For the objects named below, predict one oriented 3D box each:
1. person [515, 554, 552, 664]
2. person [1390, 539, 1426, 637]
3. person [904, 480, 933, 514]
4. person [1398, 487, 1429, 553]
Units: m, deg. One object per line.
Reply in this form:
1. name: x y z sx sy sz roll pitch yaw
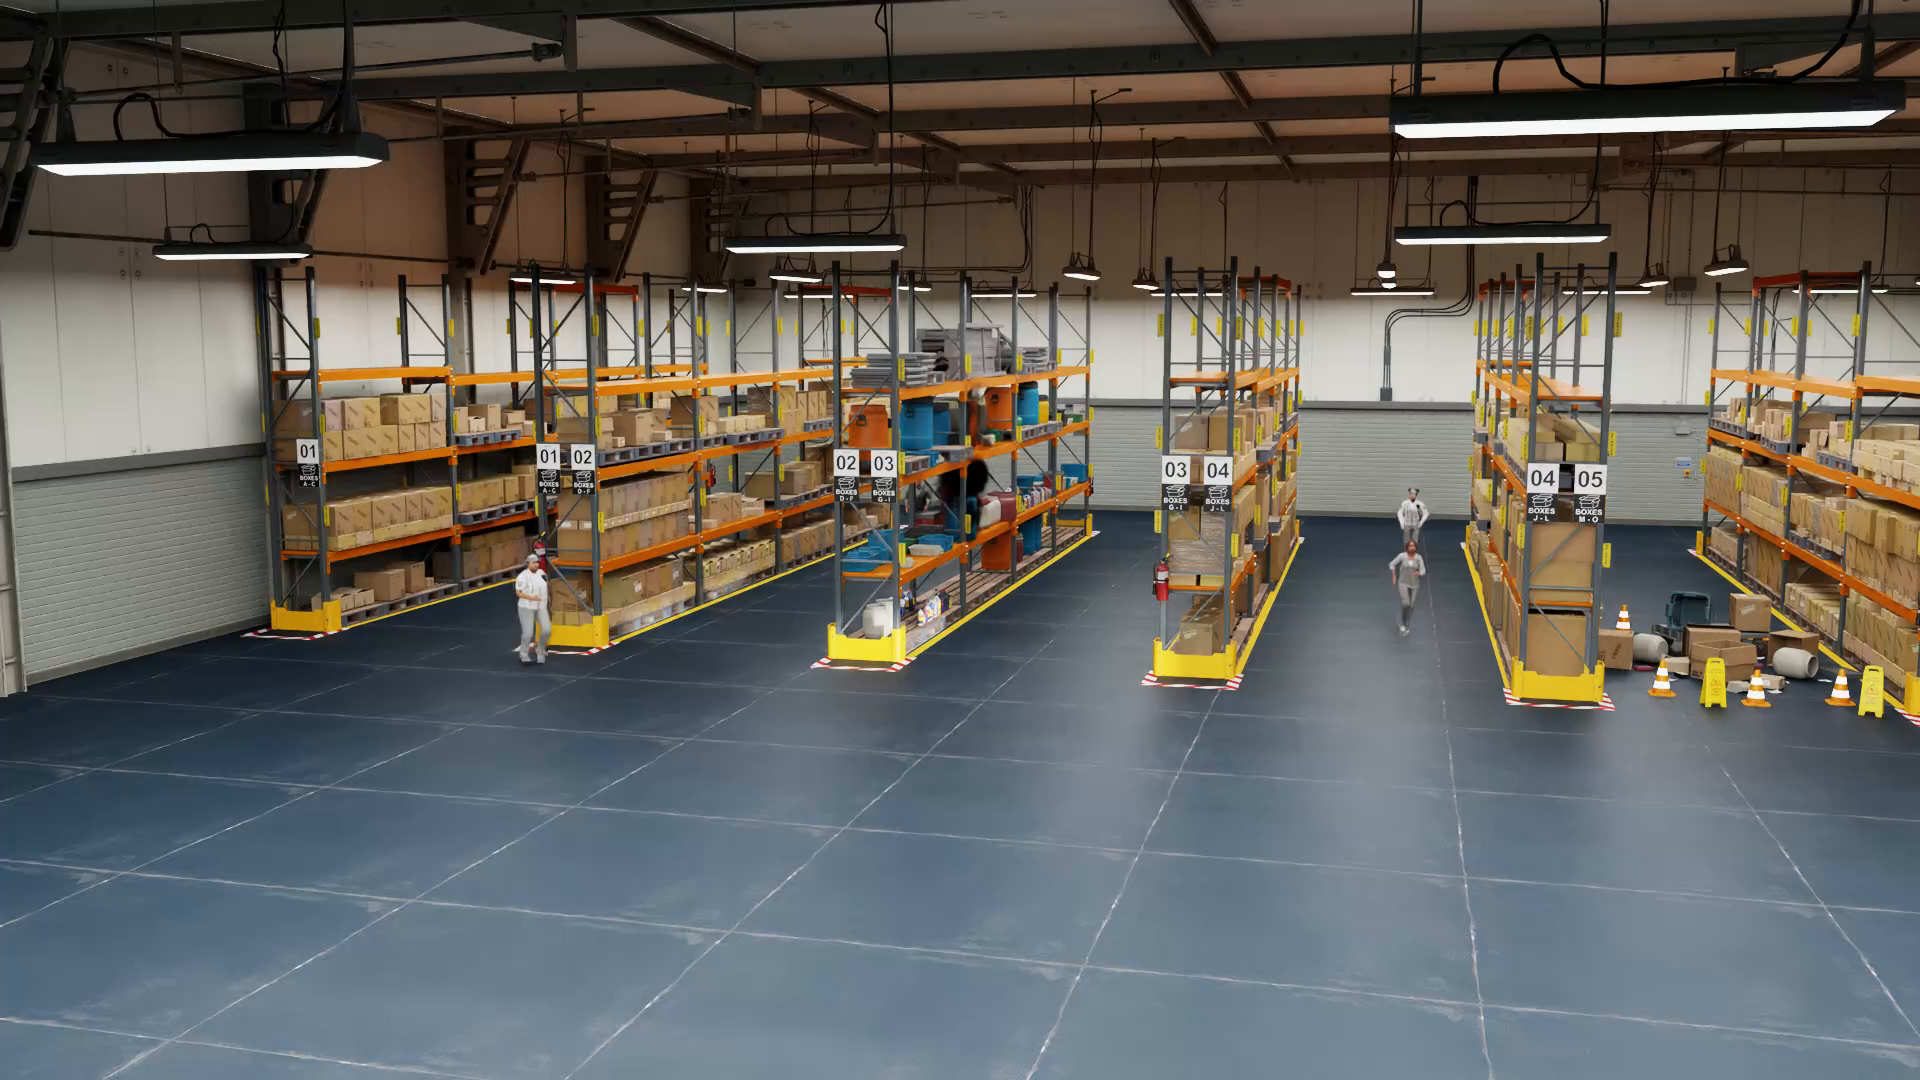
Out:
1. person: -6.353 1.049 24.901 0.628 1.695 0.671 -6 10 -41
2. person: 7.305 0.782 27.081 0.519 1.578 0.625 0 7 -1
3. person: -0.954 -0.618 37.828 0.660 1.683 0.634 0 7 1
4. person: 9.638 -0.297 35.384 0.638 1.669 0.548 2 8 18
